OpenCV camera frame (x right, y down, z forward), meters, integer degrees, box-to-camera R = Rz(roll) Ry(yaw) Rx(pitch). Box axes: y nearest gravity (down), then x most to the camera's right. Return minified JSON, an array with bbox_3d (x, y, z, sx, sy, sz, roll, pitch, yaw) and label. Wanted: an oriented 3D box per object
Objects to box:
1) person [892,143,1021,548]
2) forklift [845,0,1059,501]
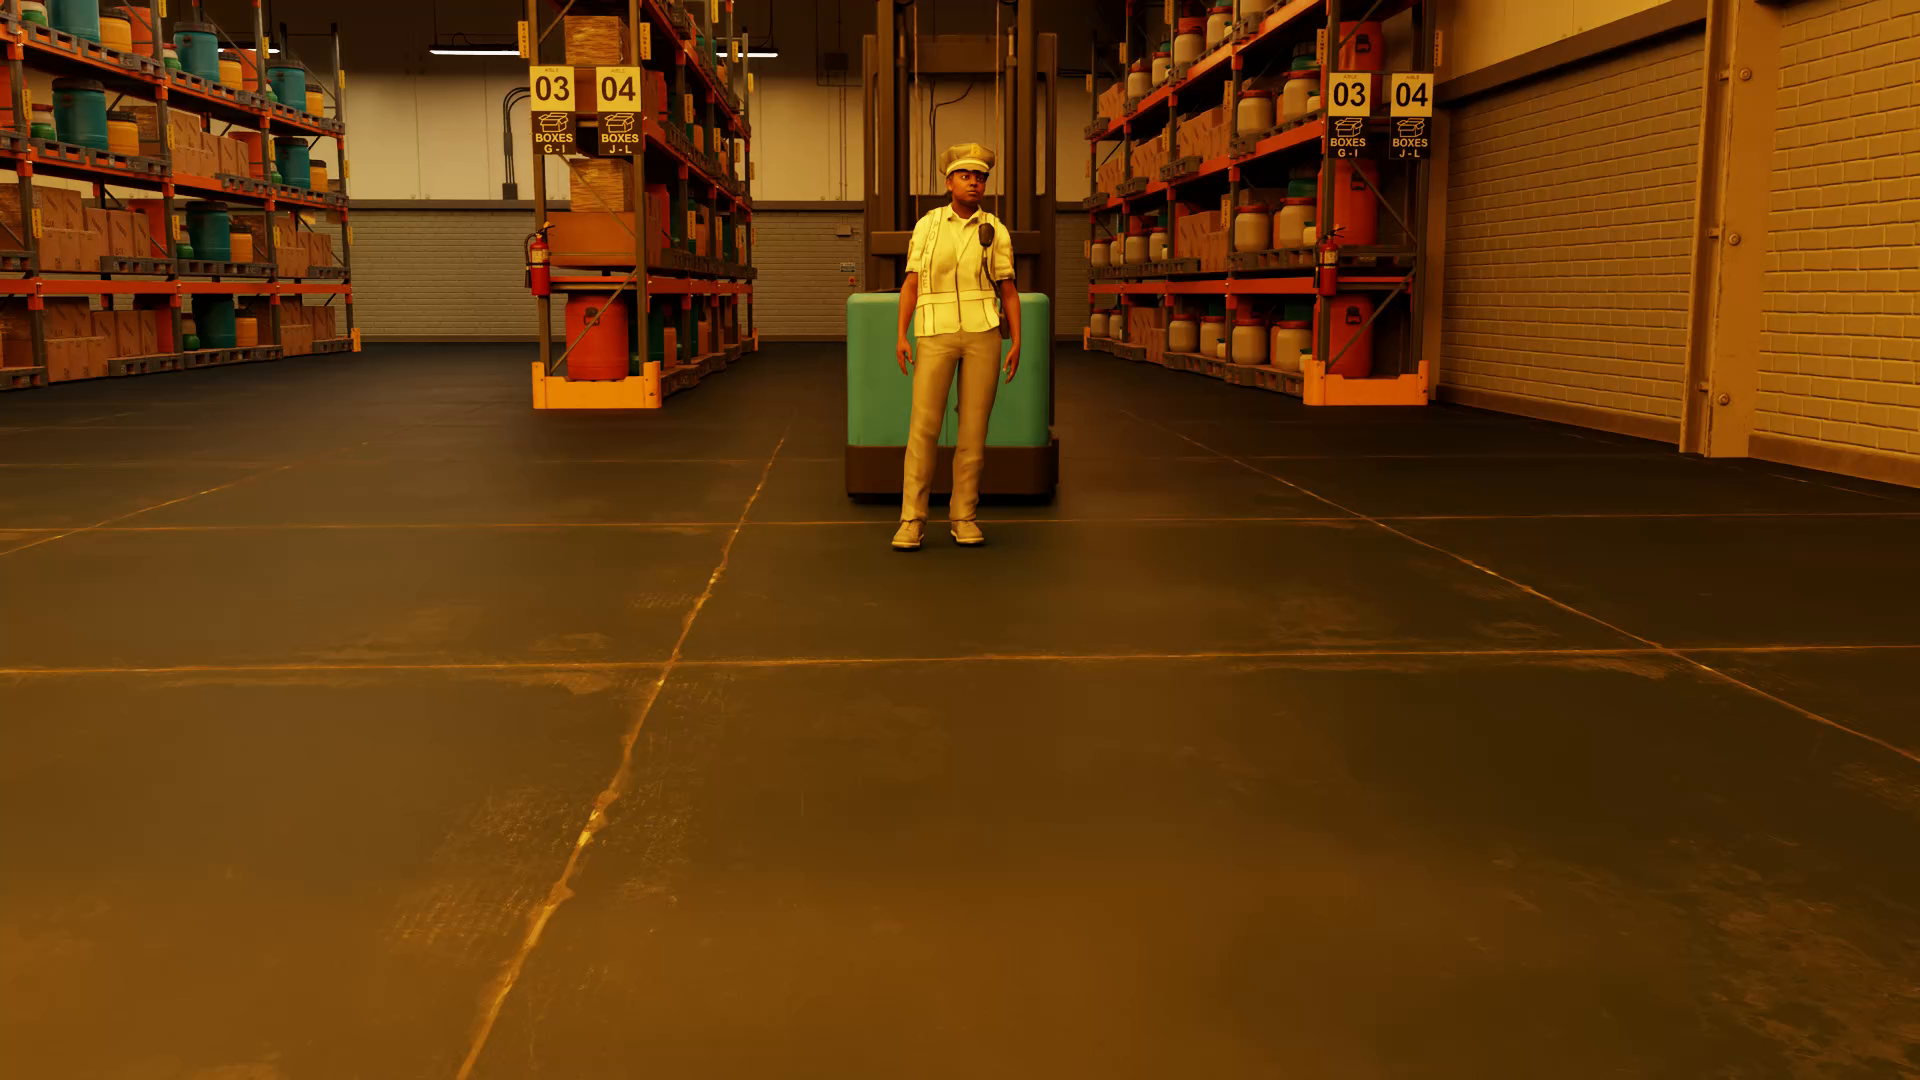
[{"bbox_3d":[-0.015,-0.833,7.109,0.569,1.693,0.528,-1,8,-4],"label":"person"},{"bbox_3d":[0.015,-1.833,9.676,1.130,2.935,3.031,0,8,3],"label":"forklift"}]
